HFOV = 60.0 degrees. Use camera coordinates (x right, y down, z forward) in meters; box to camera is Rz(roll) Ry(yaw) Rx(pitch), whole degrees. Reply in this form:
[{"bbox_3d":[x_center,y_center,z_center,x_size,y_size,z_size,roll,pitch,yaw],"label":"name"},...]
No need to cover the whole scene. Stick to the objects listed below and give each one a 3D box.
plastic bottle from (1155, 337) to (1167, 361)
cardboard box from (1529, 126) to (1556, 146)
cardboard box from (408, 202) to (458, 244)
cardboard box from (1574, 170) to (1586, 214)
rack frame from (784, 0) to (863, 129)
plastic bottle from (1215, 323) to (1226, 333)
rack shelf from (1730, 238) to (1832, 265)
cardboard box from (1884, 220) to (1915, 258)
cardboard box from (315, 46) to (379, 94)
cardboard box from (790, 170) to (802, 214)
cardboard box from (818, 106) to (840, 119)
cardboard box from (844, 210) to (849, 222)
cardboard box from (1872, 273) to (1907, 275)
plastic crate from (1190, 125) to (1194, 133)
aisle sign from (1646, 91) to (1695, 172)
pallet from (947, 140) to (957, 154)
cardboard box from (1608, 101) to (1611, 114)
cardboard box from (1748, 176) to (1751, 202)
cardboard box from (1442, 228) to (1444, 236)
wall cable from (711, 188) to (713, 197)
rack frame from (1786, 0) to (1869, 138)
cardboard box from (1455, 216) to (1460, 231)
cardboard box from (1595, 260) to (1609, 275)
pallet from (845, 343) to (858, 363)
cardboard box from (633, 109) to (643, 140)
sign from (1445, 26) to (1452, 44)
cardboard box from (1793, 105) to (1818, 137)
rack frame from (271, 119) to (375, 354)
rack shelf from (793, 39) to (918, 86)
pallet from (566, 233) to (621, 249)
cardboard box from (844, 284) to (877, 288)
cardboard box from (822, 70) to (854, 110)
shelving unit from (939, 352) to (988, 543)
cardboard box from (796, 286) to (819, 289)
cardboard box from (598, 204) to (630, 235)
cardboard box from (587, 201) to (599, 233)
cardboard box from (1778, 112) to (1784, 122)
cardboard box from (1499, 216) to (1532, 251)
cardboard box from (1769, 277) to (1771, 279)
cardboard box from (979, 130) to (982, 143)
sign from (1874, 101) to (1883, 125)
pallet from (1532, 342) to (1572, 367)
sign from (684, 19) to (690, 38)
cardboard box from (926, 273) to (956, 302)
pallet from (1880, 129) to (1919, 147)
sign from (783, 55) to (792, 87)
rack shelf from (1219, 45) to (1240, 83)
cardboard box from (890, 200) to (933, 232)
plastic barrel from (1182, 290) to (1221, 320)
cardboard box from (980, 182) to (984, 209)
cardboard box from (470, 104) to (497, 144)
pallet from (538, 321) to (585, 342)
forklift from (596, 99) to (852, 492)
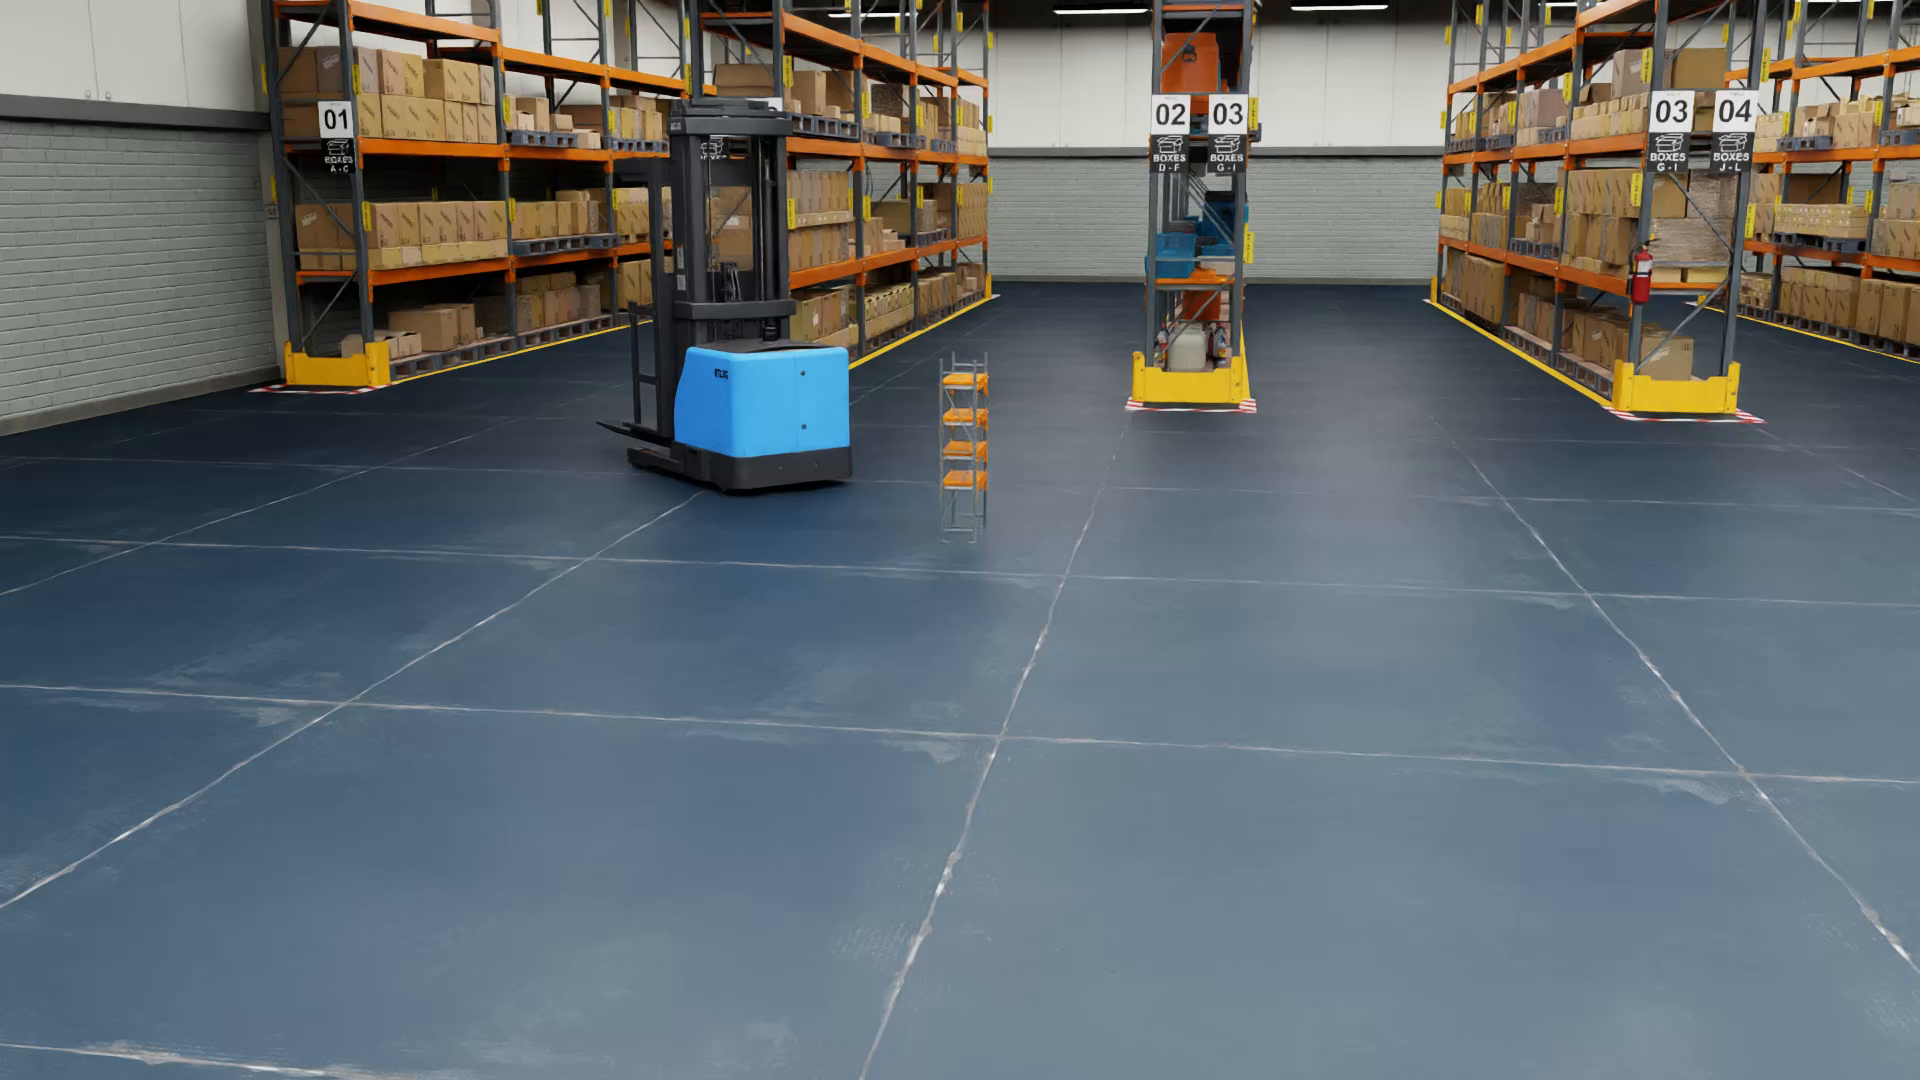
[{"bbox_3d":[2.408,-2.293,19.936,0.152,0.276,0.135,2,12,9],"label":"plastic bottle"},{"bbox_3d":[8.145,-5.556,22.889,0.500,0.250,0.500,2,12,10],"label":"cardboard box"},{"bbox_3d":[-6.687,-3.993,20.931,0.500,0.500,0.500,2,12,10],"label":"cardboard box"},{"bbox_3d":[7.606,-4.127,19.709,0.500,0.500,0.500,2,12,9],"label":"cardboard box"},{"bbox_3d":[-1.786,-6.888,21.596,1.000,3.000,0.127,2,12,9],"label":"rack frame"},{"bbox_3d":[3.294,-2.571,21.047,0.144,0.351,0.185,2,12,7],"label":"plastic bottle"},{"bbox_3d":[14.426,-5.182,29.627,1.077,0.370,4.000,2,12,9],"label":"rack shelf"},{"bbox_3d":[13.092,-4.143,22.861,0.500,0.500,0.500,2,12,8],"label":"cardboard box"},{"bbox_3d":[-6.997,-5.369,19.007,0.500,0.500,0.500,1,12,5],"label":"cardboard box"},{"bbox_3d":[-2.233,-4.024,19.226,0.700,0.500,0.500,2,12,7],"label":"cardboard box"},{"bbox_3d":[-1.701,-5.313,20.674,0.380,0.149,0.250,2,12,9],"label":"cardboard box"},{"bbox_3d":[-1.656,-4.207,21.616,0.380,0.149,0.250,2,12,7],"label":"cardboard box"},{"bbox_3d":[13.926,-3.876,25.015,0.500,0.250,0.500,2,12,8],"label":"cardboard box"},{"bbox_3d":[2.597,-4.838,19.703,0.336,0.188,0.450,2,12,9],"label":"plastic crate"},{"bbox_3d":[7.081,-4.069,16.583,0.394,0.787,0.004,2,12,9],"label":"aisle sign"},{"bbox_3d":[-0.725,-6.862,29.040,1.213,0.211,1.003,2,12,9],"label":"pallet"},{"bbox_3d":[7.479,-4.837,18.606,0.380,0.149,0.250,2,12,10],"label":"cardboard box"},{"bbox_3d":[14.154,-6.229,29.462,0.500,0.500,0.500,1,12,7],"label":"cardboard box"},{"bbox_3d":[9.429,-5.892,31.812,0.380,0.149,0.250,2,12,8],"label":"cardboard box"},{"bbox_3d":[-5.573,-7.407,35.833,0.084,1.984,1.851,2,12,9],"label":"wall cable"},{"bbox_3d":[14.118,-8.050,26.987,1.000,3.000,0.127,2,12,9],"label":"rack frame"},{"bbox_3d":[9.197,-5.686,29.907,0.500,0.250,0.500,2,12,10],"label":"cardboard box"},{"bbox_3d":[7.354,-3.060,18.669,0.380,0.149,0.250,2,12,9],"label":"cardboard box"},{"bbox_3d":[-1.949,-2.428,21.760,1.003,0.211,1.213,2,12,9],"label":"pallet"},{"bbox_3d":[-5.857,-7.111,28.469,0.700,0.500,0.500,2,12,9],"label":"cardboard box"},{"bbox_3d":[9.300,-9.618,31.669,0.100,0.325,0.005,2,12,9],"label":"sign"},{"bbox_3d":[13.951,-6.763,26.899,0.700,0.500,0.500,2,12,9],"label":"cardboard box"},{"bbox_3d":[-7.296,-3.283,19.106,1.000,3.000,0.127,2,12,9],"label":"rack frame"},{"bbox_3d":[-1.478,-6.758,23.646,1.077,0.370,4.000,2,12,9],"label":"rack shelf"},{"bbox_3d":[-6.070,-4.703,26.149,1.213,0.211,1.003,2,12,9],"label":"pallet"},{"bbox_3d":[-1.541,-3.824,25.817,0.500,0.311,0.500,2,12,11],"label":"cardboard box"},{"bbox_3d":[-1.652,-6.048,22.395,0.500,0.500,0.500,2,12,9],"label":"cardboard box"},{"bbox_3d":[0.025,-0.621,11.027,0.258,1.200,0.503,2,12,9],"label":"shelving unit"},{"bbox_3d":[-2.166,-3.097,21.994,0.500,0.500,0.500,2,12,9],"label":"cardboard box"},{"bbox_3d":[-5.738,-5.245,27.220,0.500,0.500,0.500,2,12,10],"label":"cardboard box"},{"bbox_3d":[-6.128,-5.114,26.321,0.700,0.500,0.500,0,12,2],"label":"cardboard box"},{"bbox_3d":[13.927,-7.079,27.825,0.380,0.149,0.250,2,12,10],"label":"cardboard box"},{"bbox_3d":[8.449,-4.626,25.102,0.500,0.500,0.500,2,12,10],"label":"cardboard box"},{"bbox_3d":[14.641,-4.609,29.620,0.380,0.149,0.250,2,12,9],"label":"cardboard box"},{"bbox_3d":[0.156,-7.872,32.449,0.500,0.250,0.500,2,12,9],"label":"cardboard box"},{"bbox_3d":[12.967,-6.022,23.469,0.100,0.325,0.005,2,12,9],"label":"sign"},{"bbox_3d":[8.121,-2.433,21.781,1.003,0.211,1.213,2,12,9],"label":"pallet"},{"bbox_3d":[-4.913,-9.194,29.888,0.100,0.325,0.005,2,12,9],"label":"sign"},{"bbox_3d":[-0.348,-4.502,29.653,0.500,0.500,0.500,2,12,8],"label":"cardboard box"},{"bbox_3d":[13.456,-5.523,22.830,1.213,0.211,1.003,2,12,11],"label":"pallet"},{"bbox_3d":[-1.853,-5.036,17.859,0.100,0.325,0.005,2,12,9],"label":"sign"},{"bbox_3d":[3.416,-6.596,22.898,1.077,0.370,4.000,2,12,9],"label":"rack shelf"},{"bbox_3d":[-0.856,-5.361,27.517,0.700,0.500,0.500,4,13,19],"label":"cardboard box"},{"bbox_3d":[3.782,-3.874,26.003,0.600,0.830,0.708,2,12,9],"label":"plastic barrel"},{"bbox_3d":[0.186,-6.785,32.744,0.500,0.500,0.500,2,12,10],"label":"cardboard box"},{"bbox_3d":[-6.515,-5.527,22.113,0.500,0.500,0.500,2,12,10],"label":"cardboard box"},{"bbox_3d":[-6.377,-3.169,25.197,1.003,0.211,1.213,2,12,9],"label":"pallet"},{"bbox_3d":[-2.105,-2.056,13.576,1.130,2.935,3.031,-9,15,-35],"label":"forklift"}]
